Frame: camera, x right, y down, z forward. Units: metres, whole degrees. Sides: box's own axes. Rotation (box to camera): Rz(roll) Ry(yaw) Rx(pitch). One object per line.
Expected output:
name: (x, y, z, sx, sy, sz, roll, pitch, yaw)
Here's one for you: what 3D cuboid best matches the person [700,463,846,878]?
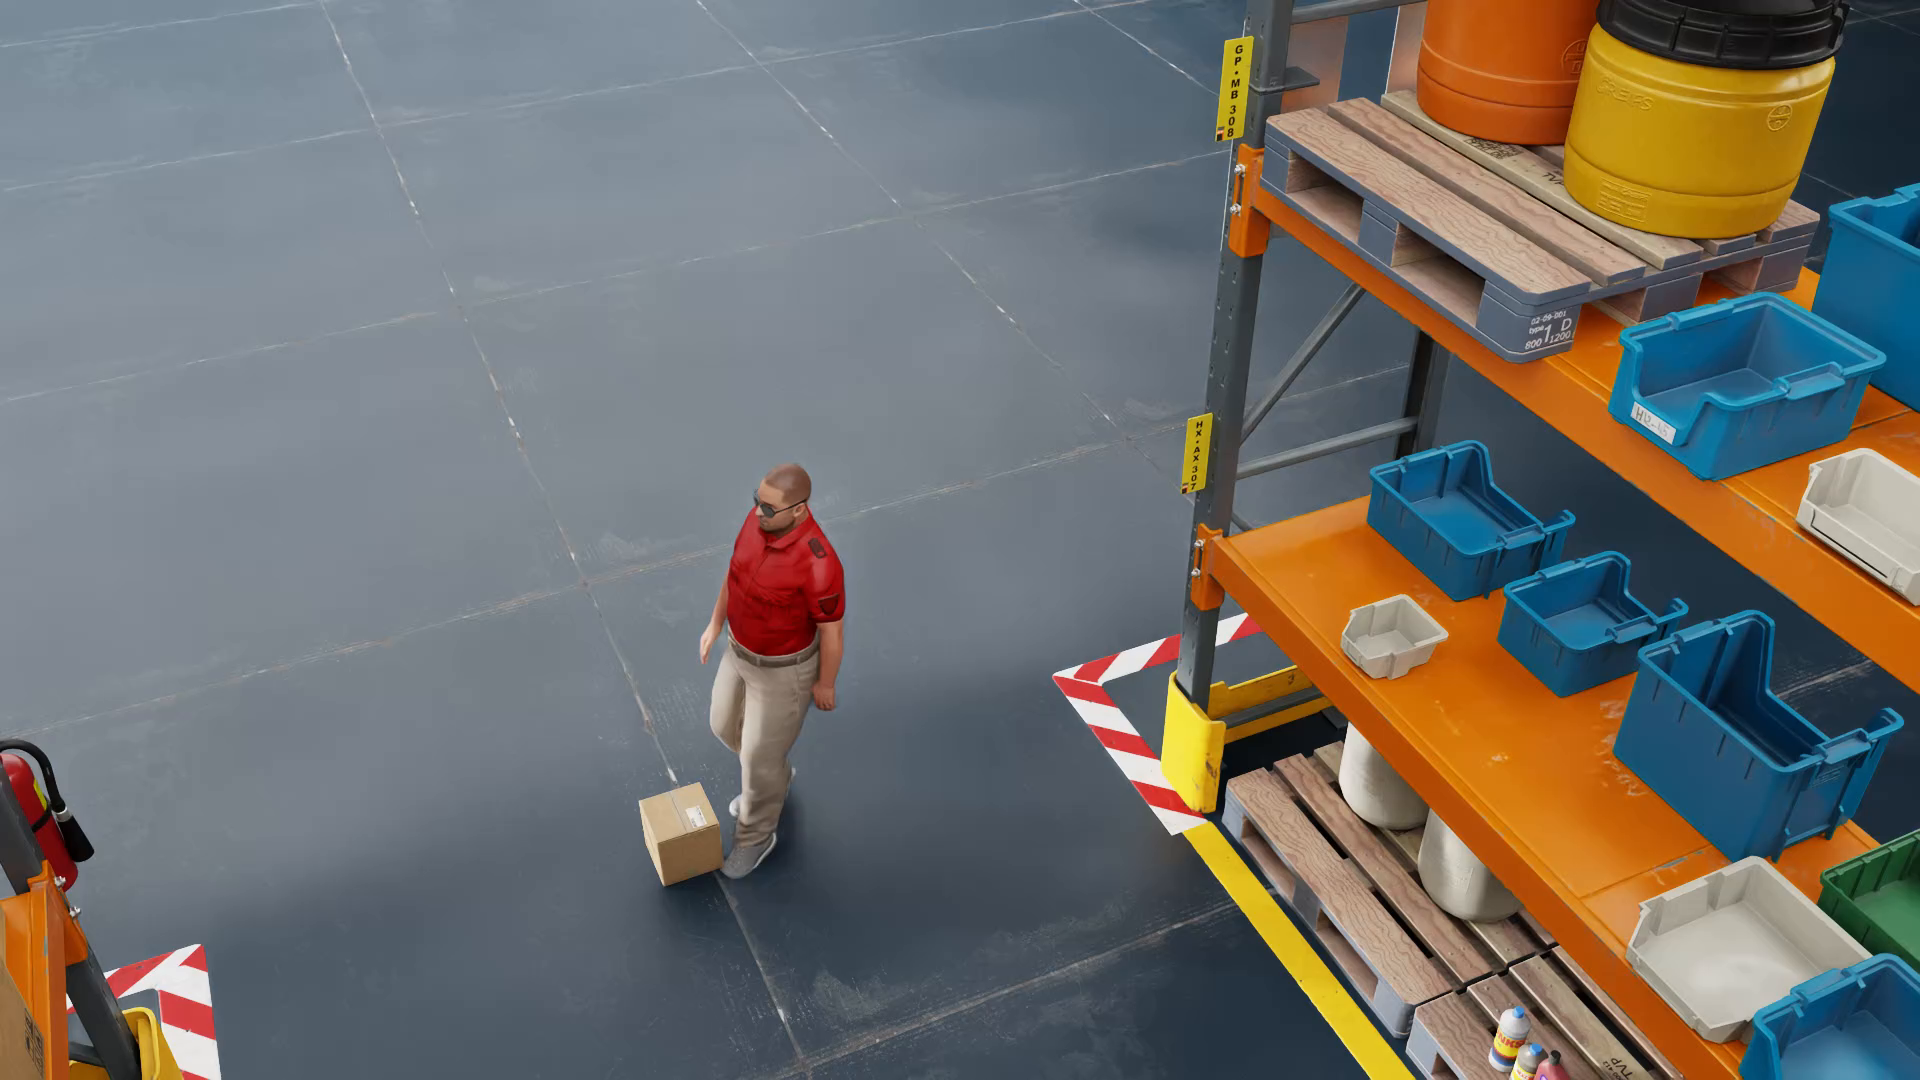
person: (-0.786, 0.515, 6.250, 0.617, 1.799, 0.585, -23, 43, -27)
